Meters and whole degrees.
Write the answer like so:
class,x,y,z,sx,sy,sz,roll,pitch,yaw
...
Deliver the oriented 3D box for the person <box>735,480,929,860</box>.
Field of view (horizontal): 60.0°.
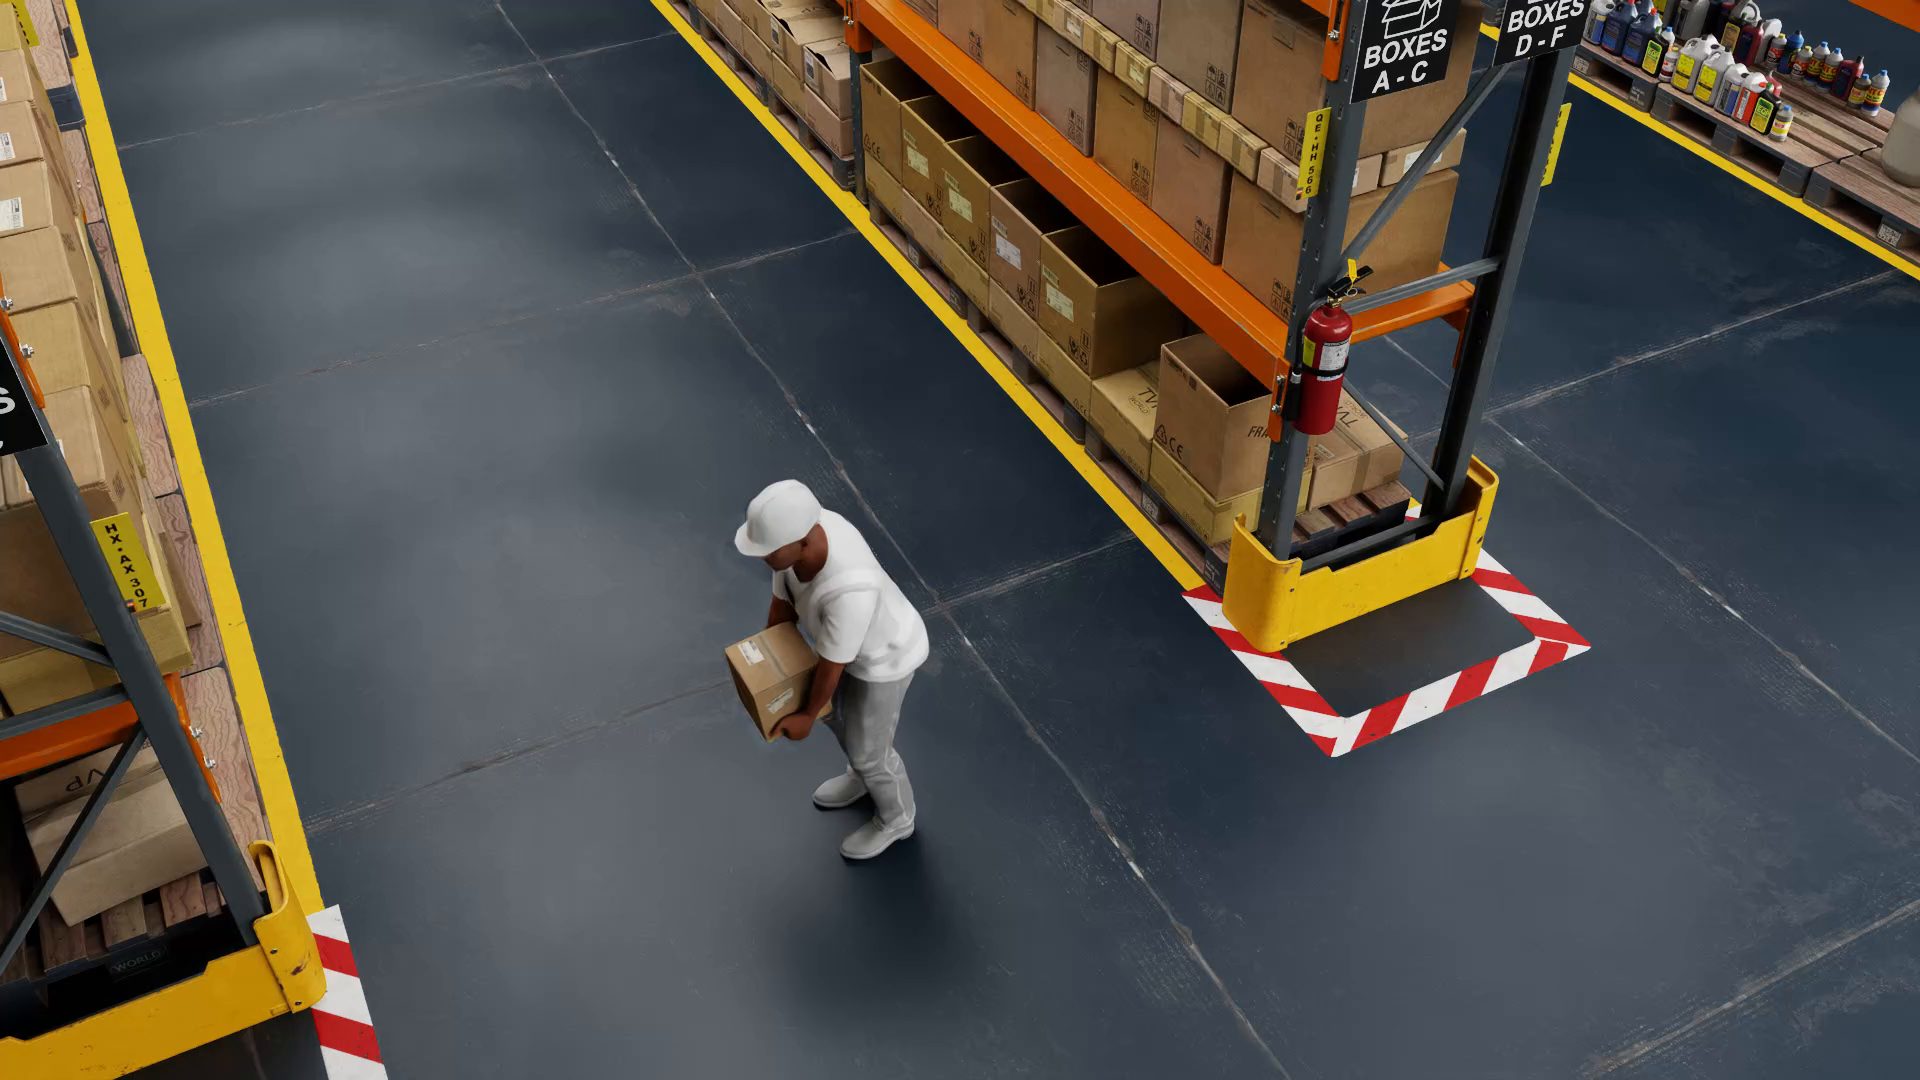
class,x,y,z,sx,sy,sz,roll,pitch,yaw
person,-0.421,0.431,5.695,0.622,1.697,0.495,-20,45,-21
